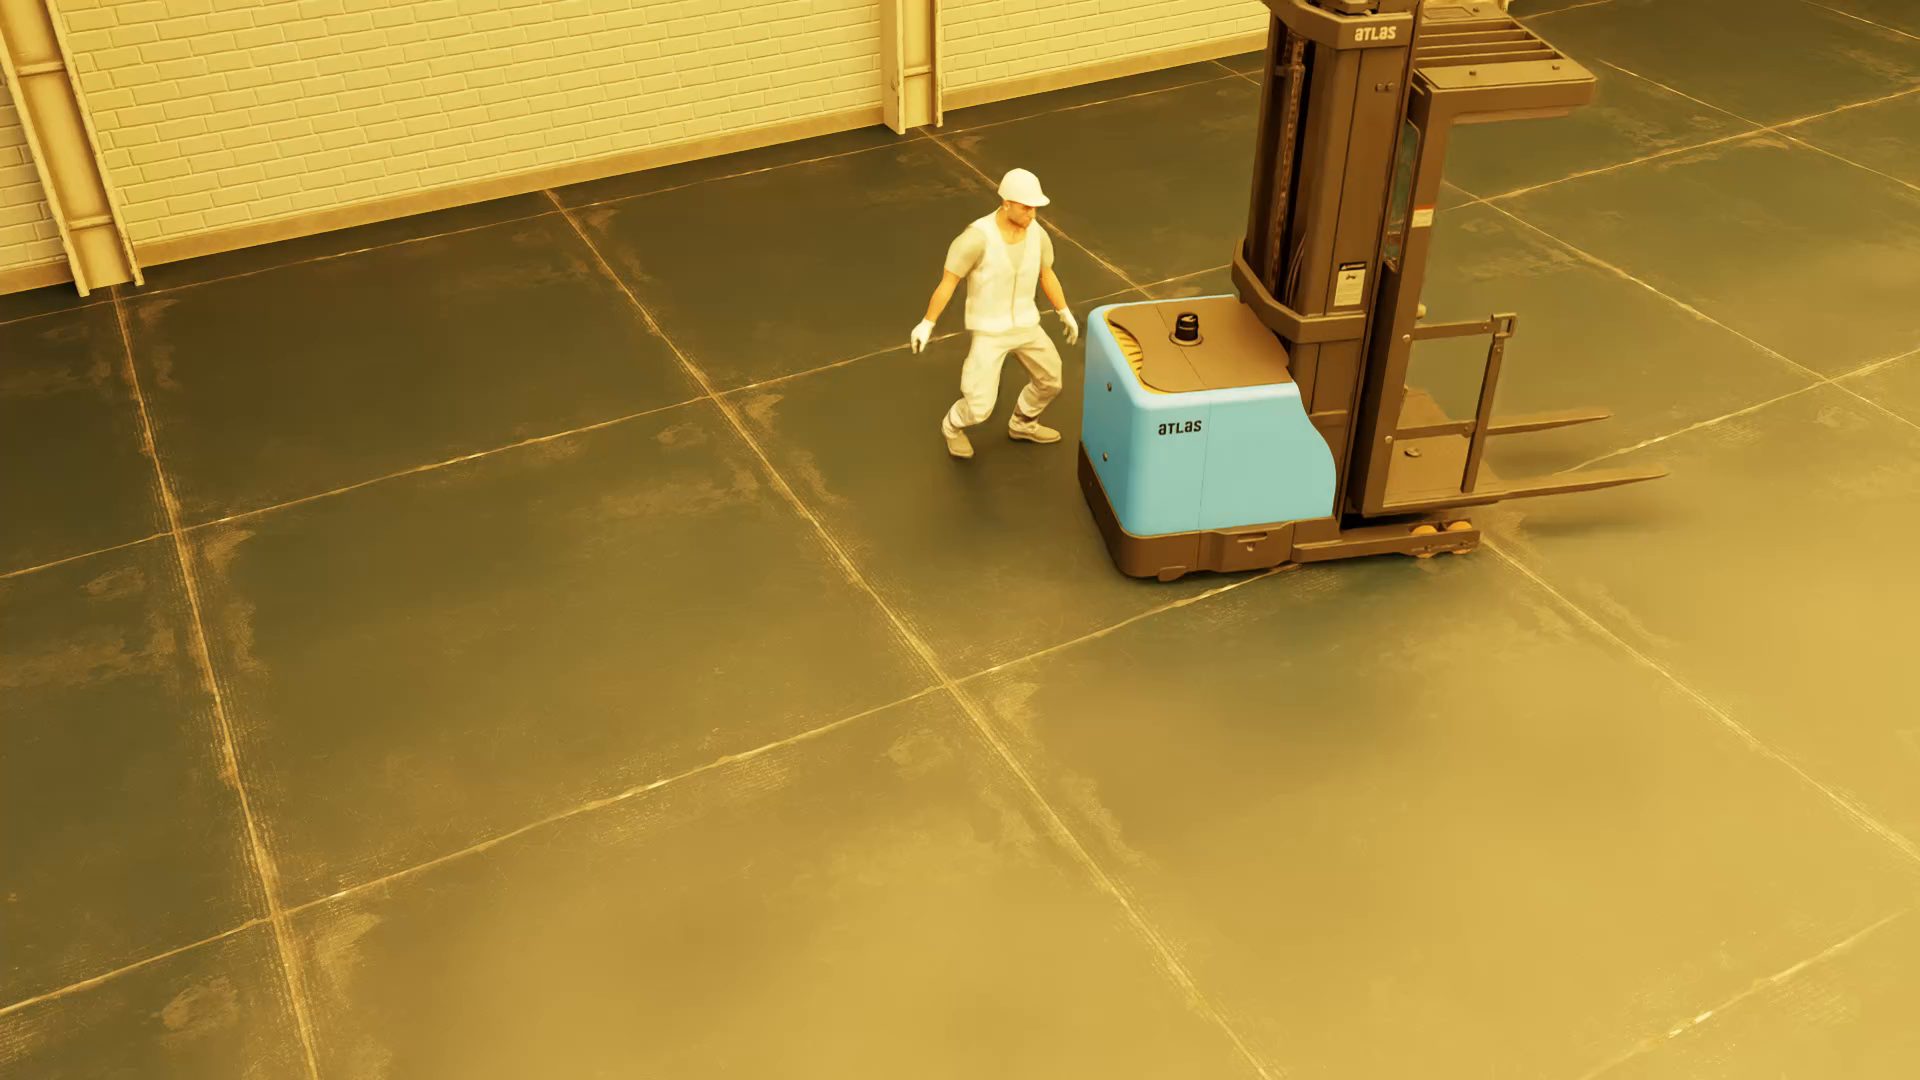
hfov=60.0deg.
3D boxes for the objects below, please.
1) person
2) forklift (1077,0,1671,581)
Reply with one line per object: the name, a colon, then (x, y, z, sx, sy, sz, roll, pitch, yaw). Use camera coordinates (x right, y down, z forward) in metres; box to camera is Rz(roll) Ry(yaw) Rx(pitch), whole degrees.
person: (0.198, -1.152, 8.832, 0.923, 1.692, 0.490, -15, 38, -21)
forklift: (2.205, -1.400, 8.103, 3.031, 2.935, 1.130, -6, 36, -9)
